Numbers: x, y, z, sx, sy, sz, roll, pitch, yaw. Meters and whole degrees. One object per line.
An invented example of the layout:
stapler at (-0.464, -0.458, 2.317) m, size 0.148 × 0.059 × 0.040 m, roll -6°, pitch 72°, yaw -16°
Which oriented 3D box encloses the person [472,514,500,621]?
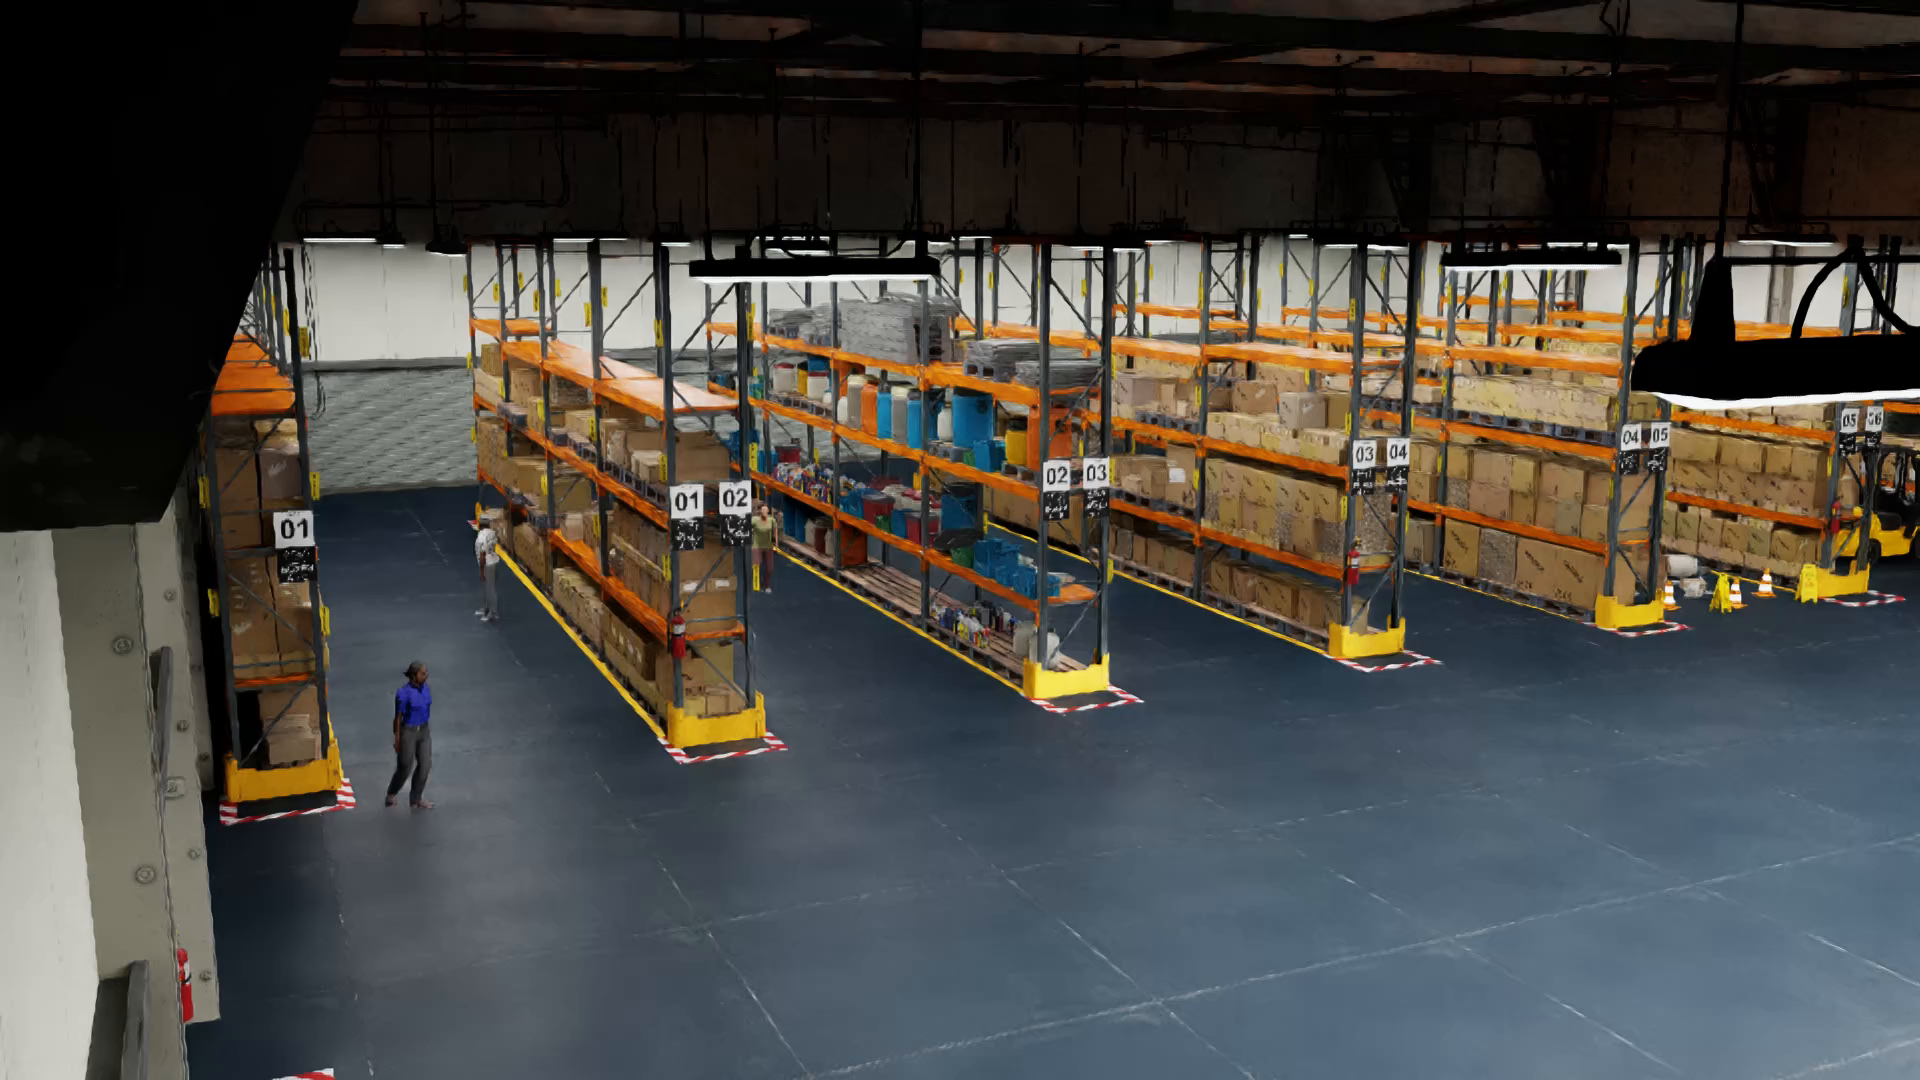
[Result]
person at (-7.575, 0.419, 26.528) m, size 0.464 × 1.676 × 0.498 m, roll 1°, pitch 11°, yaw 6°

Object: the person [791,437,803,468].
person at (-3.606, -1.446, 36.388) m, size 0.470 × 1.594 × 0.526 m, roll -3°, pitch 11°, yaw -14°

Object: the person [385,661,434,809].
person at (-5.983, 2.102, 17.998) m, size 0.527 × 1.645 × 0.514 m, roll 6°, pitch 13°, yaw 29°

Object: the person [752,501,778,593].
person at (-3.372, 0.127, 28.261) m, size 0.598 × 1.619 × 0.507 m, roll -5°, pitch 12°, yaw -26°
